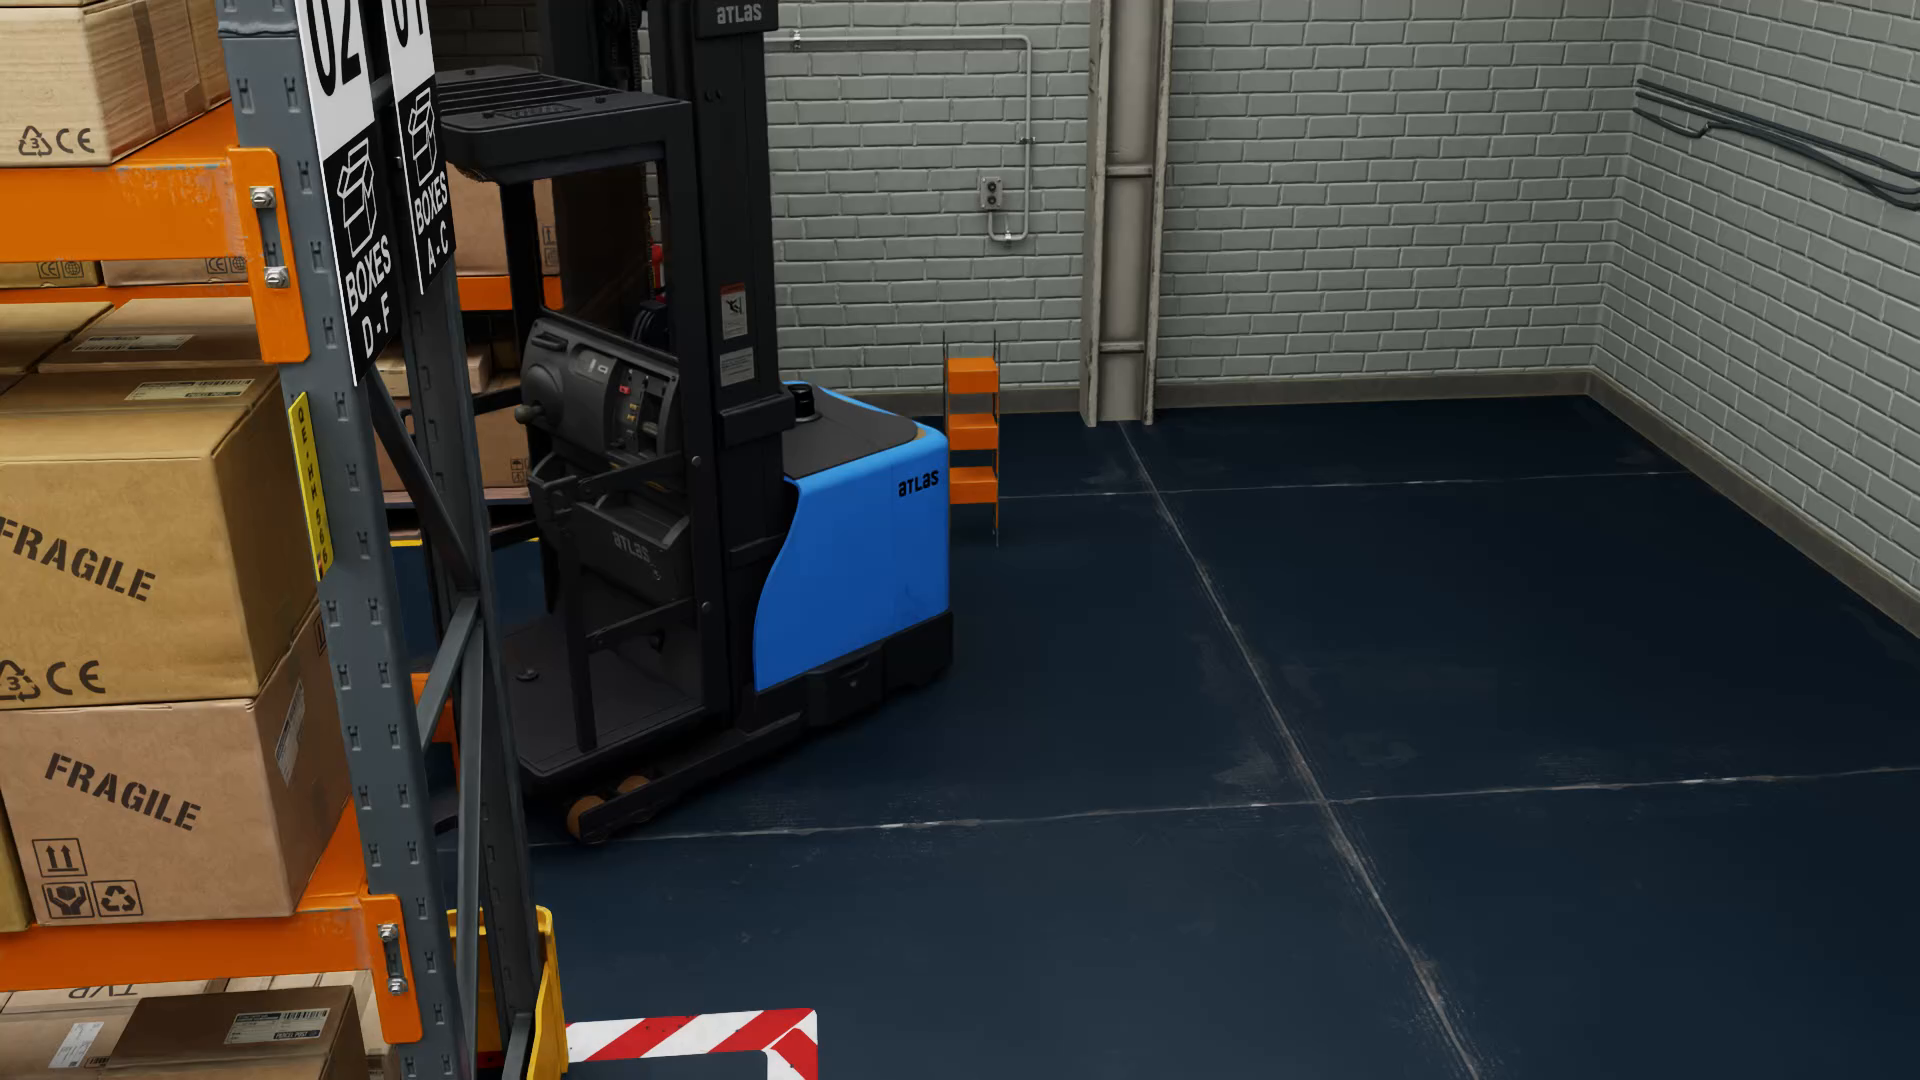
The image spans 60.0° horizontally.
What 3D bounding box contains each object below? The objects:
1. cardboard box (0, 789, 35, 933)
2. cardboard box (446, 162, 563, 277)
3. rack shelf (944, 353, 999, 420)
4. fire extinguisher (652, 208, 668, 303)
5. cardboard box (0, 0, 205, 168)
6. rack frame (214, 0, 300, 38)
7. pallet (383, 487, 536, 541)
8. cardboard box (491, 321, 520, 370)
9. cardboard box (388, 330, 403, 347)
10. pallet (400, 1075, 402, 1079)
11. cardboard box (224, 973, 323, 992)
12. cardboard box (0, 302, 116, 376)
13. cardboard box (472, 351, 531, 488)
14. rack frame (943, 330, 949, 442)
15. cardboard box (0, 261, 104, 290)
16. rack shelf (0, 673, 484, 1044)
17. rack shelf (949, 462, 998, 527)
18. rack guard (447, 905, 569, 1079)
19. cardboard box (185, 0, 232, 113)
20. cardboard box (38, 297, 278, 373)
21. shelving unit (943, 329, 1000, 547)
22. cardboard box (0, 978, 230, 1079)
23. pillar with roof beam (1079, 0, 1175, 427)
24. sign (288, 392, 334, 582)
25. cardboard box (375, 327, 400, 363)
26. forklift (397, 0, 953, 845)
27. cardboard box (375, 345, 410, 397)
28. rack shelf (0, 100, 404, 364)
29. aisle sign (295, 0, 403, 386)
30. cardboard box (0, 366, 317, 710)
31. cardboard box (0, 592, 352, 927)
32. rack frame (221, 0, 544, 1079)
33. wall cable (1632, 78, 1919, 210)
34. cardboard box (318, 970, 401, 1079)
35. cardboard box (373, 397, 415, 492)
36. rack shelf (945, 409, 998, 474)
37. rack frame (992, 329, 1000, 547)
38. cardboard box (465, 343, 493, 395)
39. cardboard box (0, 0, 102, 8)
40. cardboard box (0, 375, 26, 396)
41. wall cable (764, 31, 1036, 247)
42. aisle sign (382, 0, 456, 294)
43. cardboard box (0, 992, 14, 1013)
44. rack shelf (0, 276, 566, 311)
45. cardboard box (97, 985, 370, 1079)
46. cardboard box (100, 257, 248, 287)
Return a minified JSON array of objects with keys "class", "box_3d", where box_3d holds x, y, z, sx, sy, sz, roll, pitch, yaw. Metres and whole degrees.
[{"class":"cardboard box","box_3d":[-2.120,0.460,3.400,0.500,0.500,0.500,-2,24,-5]},{"class":"cardboard box","box_3d":[-2.182,-1.759,8.146,0.700,0.700,0.980,-1,24,-3]},{"class":"rack shelf","box_3d":[0.053,-0.732,7.931,0.240,0.259,0.215,-2,24,-5]},{"class":"fire extinguisher","box_3d":[-1.480,-1.260,7.947,0.183,0.674,0.296,-2,24,-5]},{"class":"cardboard box","box_3d":[-1.670,-0.820,2.893,0.500,0.250,0.500,-2,24,-5]},{"class":"rack frame","box_3d":[-1.185,-2.386,2.539,0.127,3.000,1.000,-2,24,-5]},{"class":"pallet","box_3d":[-2.463,-0.309,8.685,1.213,0.211,1.003,-2,24,-5]},{"class":"cardboard box","box_3d":[-2.257,-1.010,8.592,0.250,0.149,0.380,-2,24,-5]},{"class":"cardboard box","box_3d":[-2.762,-0.990,8.545,0.250,0.149,0.380,-2,24,-5]},{"class":"pallet","box_3d":[-2.054,1.665,4.245,1.213,0.211,1.003,-2,24,-5]},{"class":"cardboard box","box_3d":[-1.884,1.337,4.496,0.250,0.166,0.380,-2,24,-5]},{"class":"cardboard box","box_3d":[-2.172,-0.212,3.680,0.500,0.500,0.500,-2,24,-5]},{"class":"cardboard box","box_3d":[-2.362,-0.628,8.530,0.500,0.500,0.700,-2,24,-5]},{"class":"rack frame","box_3d":[-0.068,-0.477,8.031,0.008,1.050,0.200,-2,24,-5]},{"class":"cardboard box","box_3d":[-4.388,-1.666,7.936,0.700,0.700,0.980,-3,24,-6]},{"class":"rack shelf","box_3d":[-3.175,0.764,3.724,4.000,0.370,1.077,-2,24,-5]},{"class":"rack shelf","box_3d":[0.053,-0.218,8.159,0.240,0.259,0.215,-2,24,-5]},{"class":"rack guard","box_3d":[-1.260,1.501,4.258,0.348,0.500,1.175,-2,24,-5]},{"class":"cardboard box","box_3d":[-1.721,-1.029,3.364,0.500,0.250,0.500,-2,24,-5]},{"class":"cardboard box","box_3d":[-1.652,-0.236,3.734,0.500,0.500,0.500,-2,24,-4]},{"class":"shelving unit","box_3d":[0.053,-0.482,8.042,0.252,1.050,0.215,-2,24,-5]},{"class":"cardboard box","box_3d":[-2.251,1.338,4.391,0.500,0.250,0.500,-2,24,-5]},{"class":"pillar with roof beam","box_3d":[1.350,-3.105,4.158,0.400,9.000,9.100,-2,24,-5]},{"class":"sign","box_3d":[-1.150,-0.093,2.952,0.005,0.325,0.100,-2,24,-5]},{"class":"cardboard box","box_3d":[-3.011,-0.980,8.523,0.250,0.149,0.380,-2,24,-5]},{"class":"forklift","box_3d":[-1.438,-0.508,5.784,3.031,2.935,1.130,-21,32,-39]},{"class":"cardboard box","box_3d":[-2.726,-0.835,8.198,0.250,0.149,0.380,-2,24,-4]},{"class":"rack shelf","box_3d":[-3.175,-0.607,3.115,4.000,0.370,1.077,-2,24,-5]},{"class":"aisle sign","box_3d":[-1.087,-0.711,2.957,0.004,0.787,0.394,-2,24,-5]},{"class":"cardboard box","box_3d":[-1.601,-0.018,3.244,0.500,0.500,0.500,-3,24,-6]},{"class":"cardboard box","box_3d":[-1.604,0.438,3.449,0.500,0.500,0.500,-2,24,-4]},{"class":"rack frame","box_3d":[-1.185,0.355,3.757,0.127,3.000,1.000,-2,24,-5]},{"class":"wall cable","box_3d":[3.988,-3.051,7.857,0.112,2.526,3.097,-2,24,-5]},{"class":"cardboard box","box_3d":[-1.635,1.335,4.522,0.250,0.149,0.380,-2,24,-5]},{"class":"cardboard box","box_3d":[-2.860,-0.608,8.485,0.500,0.500,0.700,-2,24,-5]},{"class":"rack shelf","box_3d":[0.053,-0.472,8.046,0.240,0.259,0.215,-2,24,-5]},{"class":"rack frame","box_3d":[0.175,-0.487,8.053,0.008,1.050,0.200,-2,24,-5]},{"class":"cardboard box","box_3d":[-2.472,-0.846,8.221,0.250,0.149,0.380,-3,24,-6]},{"class":"cardboard box","box_3d":[-1.671,-1.052,2.799,0.500,0.250,0.500,-2,24,-5]},{"class":"cardboard box","box_3d":[-2.103,0.002,3.198,0.500,0.500,0.500,-2,24,-4]},{"class":"wall cable","box_3d":[-0.494,-2.544,9.031,1.851,1.984,0.084,-2,24,-5]},{"class":"aisle sign","box_3d":[-1.146,-0.954,3.503,0.004,0.787,0.394,-2,24,-5]},{"class":"cardboard box","box_3d":[-2.749,1.358,4.346,0.500,0.250,0.500,-2,24,-5]},{"class":"rack shelf","box_3d":[-3.666,-1.238,8.228,4.000,0.370,1.077,-2,24,-5]},{"class":"cardboard box","box_3d":[-1.702,1.418,3.903,0.500,0.500,0.500,-2,24,-5]},{"class":"cardboard box","box_3d":[-3.665,-1.699,8.010,0.700,0.700,0.980,-3,24,-8]}]
